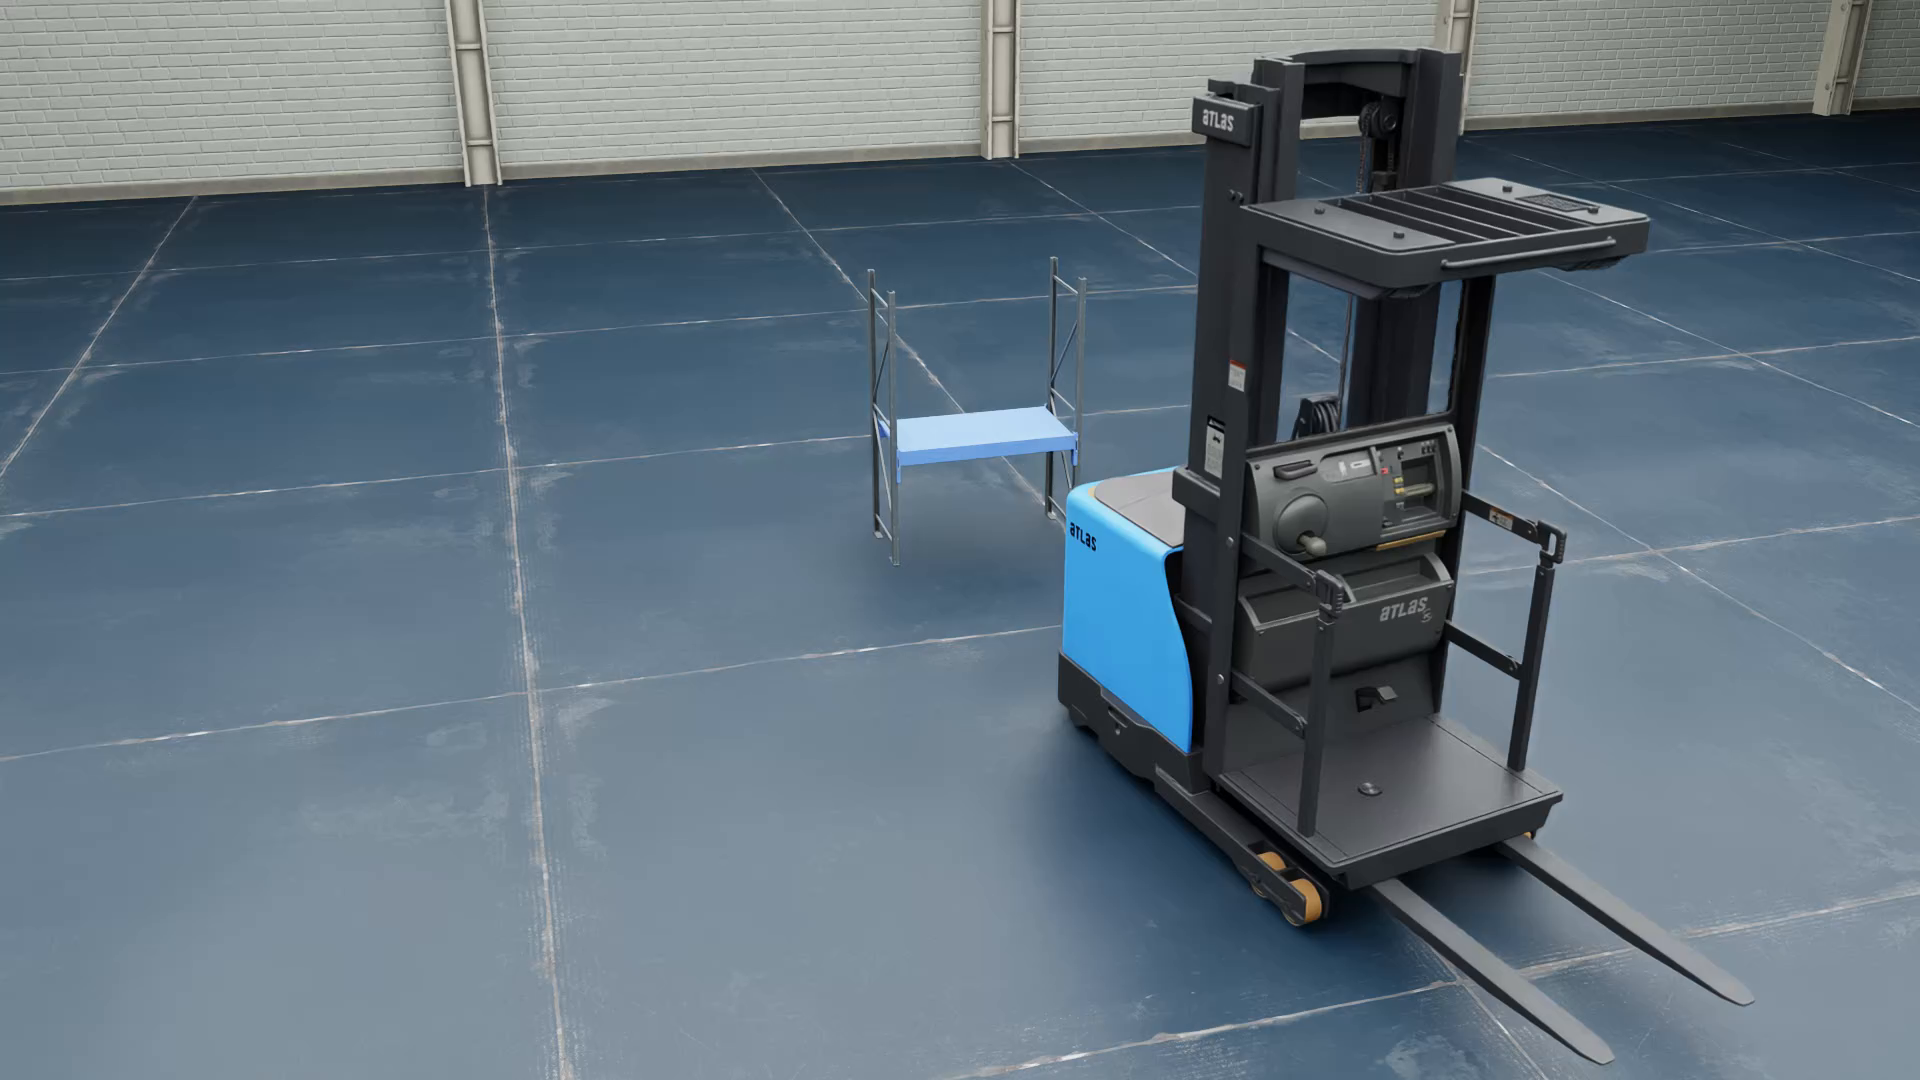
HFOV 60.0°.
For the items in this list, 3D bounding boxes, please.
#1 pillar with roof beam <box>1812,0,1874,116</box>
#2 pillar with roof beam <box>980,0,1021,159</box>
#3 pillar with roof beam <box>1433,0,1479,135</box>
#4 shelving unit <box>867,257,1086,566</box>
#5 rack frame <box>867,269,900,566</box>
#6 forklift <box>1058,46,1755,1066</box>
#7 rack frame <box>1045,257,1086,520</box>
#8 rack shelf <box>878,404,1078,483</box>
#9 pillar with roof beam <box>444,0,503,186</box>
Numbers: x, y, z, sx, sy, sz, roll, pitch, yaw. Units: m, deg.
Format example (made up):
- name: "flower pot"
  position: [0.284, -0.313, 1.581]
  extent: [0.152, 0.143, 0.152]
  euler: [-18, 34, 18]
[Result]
- name: "pillar with roof beam"
  position: [13.192, -8.396, 17.404]
  extent: [0.400, 9.000, 9.100]
  euler: [-6, 24, -14]
- name: "pillar with roof beam"
  position: [1.638, -7.117, 14.425]
  extent: [0.400, 9.000, 9.100]
  euler: [-6, 24, -14]
- name: "pillar with roof beam"
  position: [7.415, -7.756, 15.915]
  extent: [0.400, 9.000, 9.100]
  euler: [-6, 24, -14]
- name: "shelving unit"
  position: [0.082, -0.698, 8.975]
  extent: [1.048, 1.500, 0.538]
  euler: [-6, 24, -14]
- name: "rack frame"
  position: [-0.407, -0.644, 8.849]
  extent: [0.032, 1.500, 0.500]
  euler: [-6, 24, -14]
- name: "forklift"
  position: [1.549, -0.155, 5.894]
  extent: [1.130, 2.935, 3.031]
  euler: [-11, 26, -24]
- name: "rack frame"
  position: [0.572, -0.752, 9.102]
  extent: [0.032, 1.500, 0.500]
  euler: [-6, 24, -14]
- name: "rack shelf"
  position: [0.082, -0.533, 9.046]
  extent: [1.000, 0.185, 0.538]
  euler: [-6, 24, -14]
- name: "pillar with roof beam"
  position: [-4.139, -6.478, 12.936]
  extent: [0.400, 9.000, 9.100]
  euler: [-6, 24, -14]
